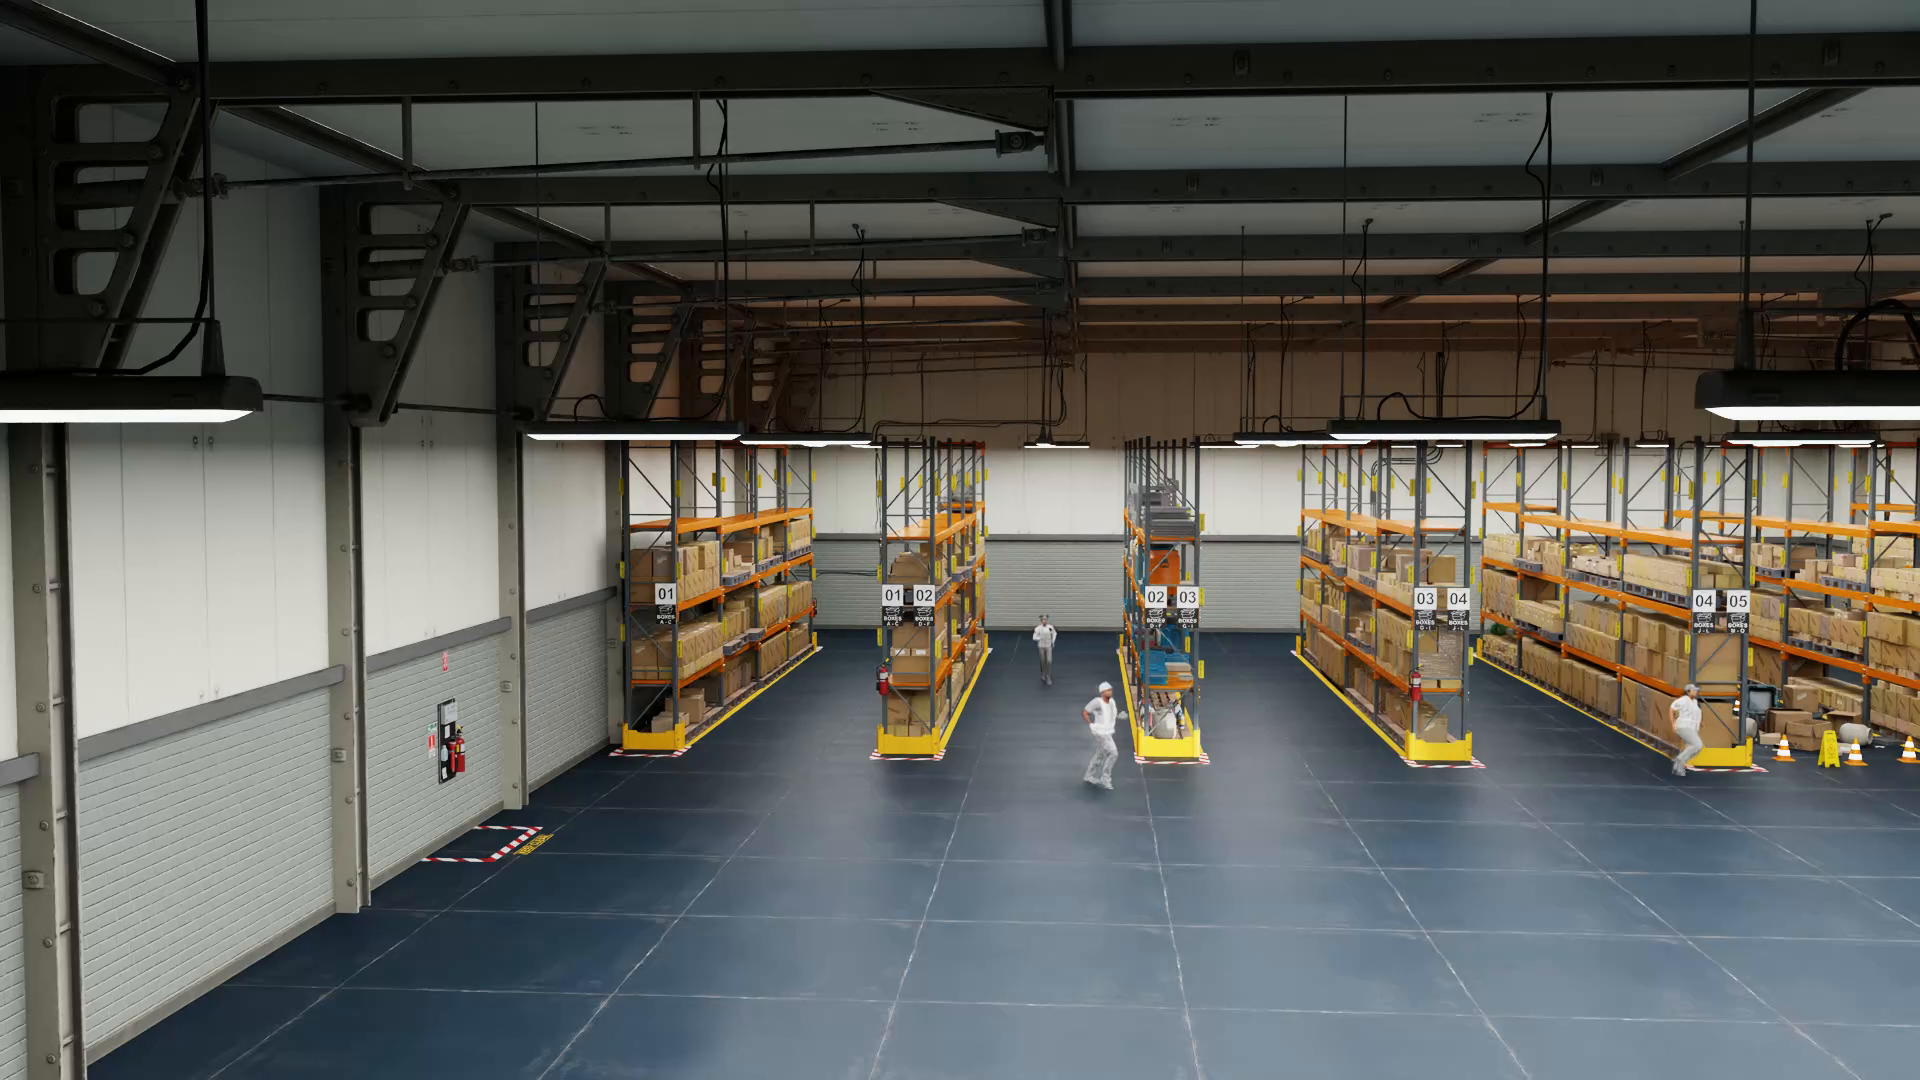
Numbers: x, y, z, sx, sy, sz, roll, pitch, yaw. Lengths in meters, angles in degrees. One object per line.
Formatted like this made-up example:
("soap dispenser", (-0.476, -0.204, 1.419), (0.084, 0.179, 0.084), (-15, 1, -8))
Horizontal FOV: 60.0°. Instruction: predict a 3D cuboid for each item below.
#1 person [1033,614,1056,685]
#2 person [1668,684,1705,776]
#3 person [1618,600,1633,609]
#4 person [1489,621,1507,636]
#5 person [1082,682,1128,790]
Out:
("person", (2.089, 2.688, 40.995), (0.598, 1.753, 0.778), (0, 3, -1))
("person", (12.889, 3.349, 29.313), (0.625, 1.599, 0.577), (-2, 4, -36))
("person", (18.959, 2.357, 47.400), (0.892, 1.712, 0.584), (1, 3, 14))
("person", (15.465, 2.289, 47.541), (0.619, 1.736, 0.634), (0, 3, -3))
("person", (2.470, 3.334, 28.306), (0.762, 1.843, 0.644), (2, 3, 29))
